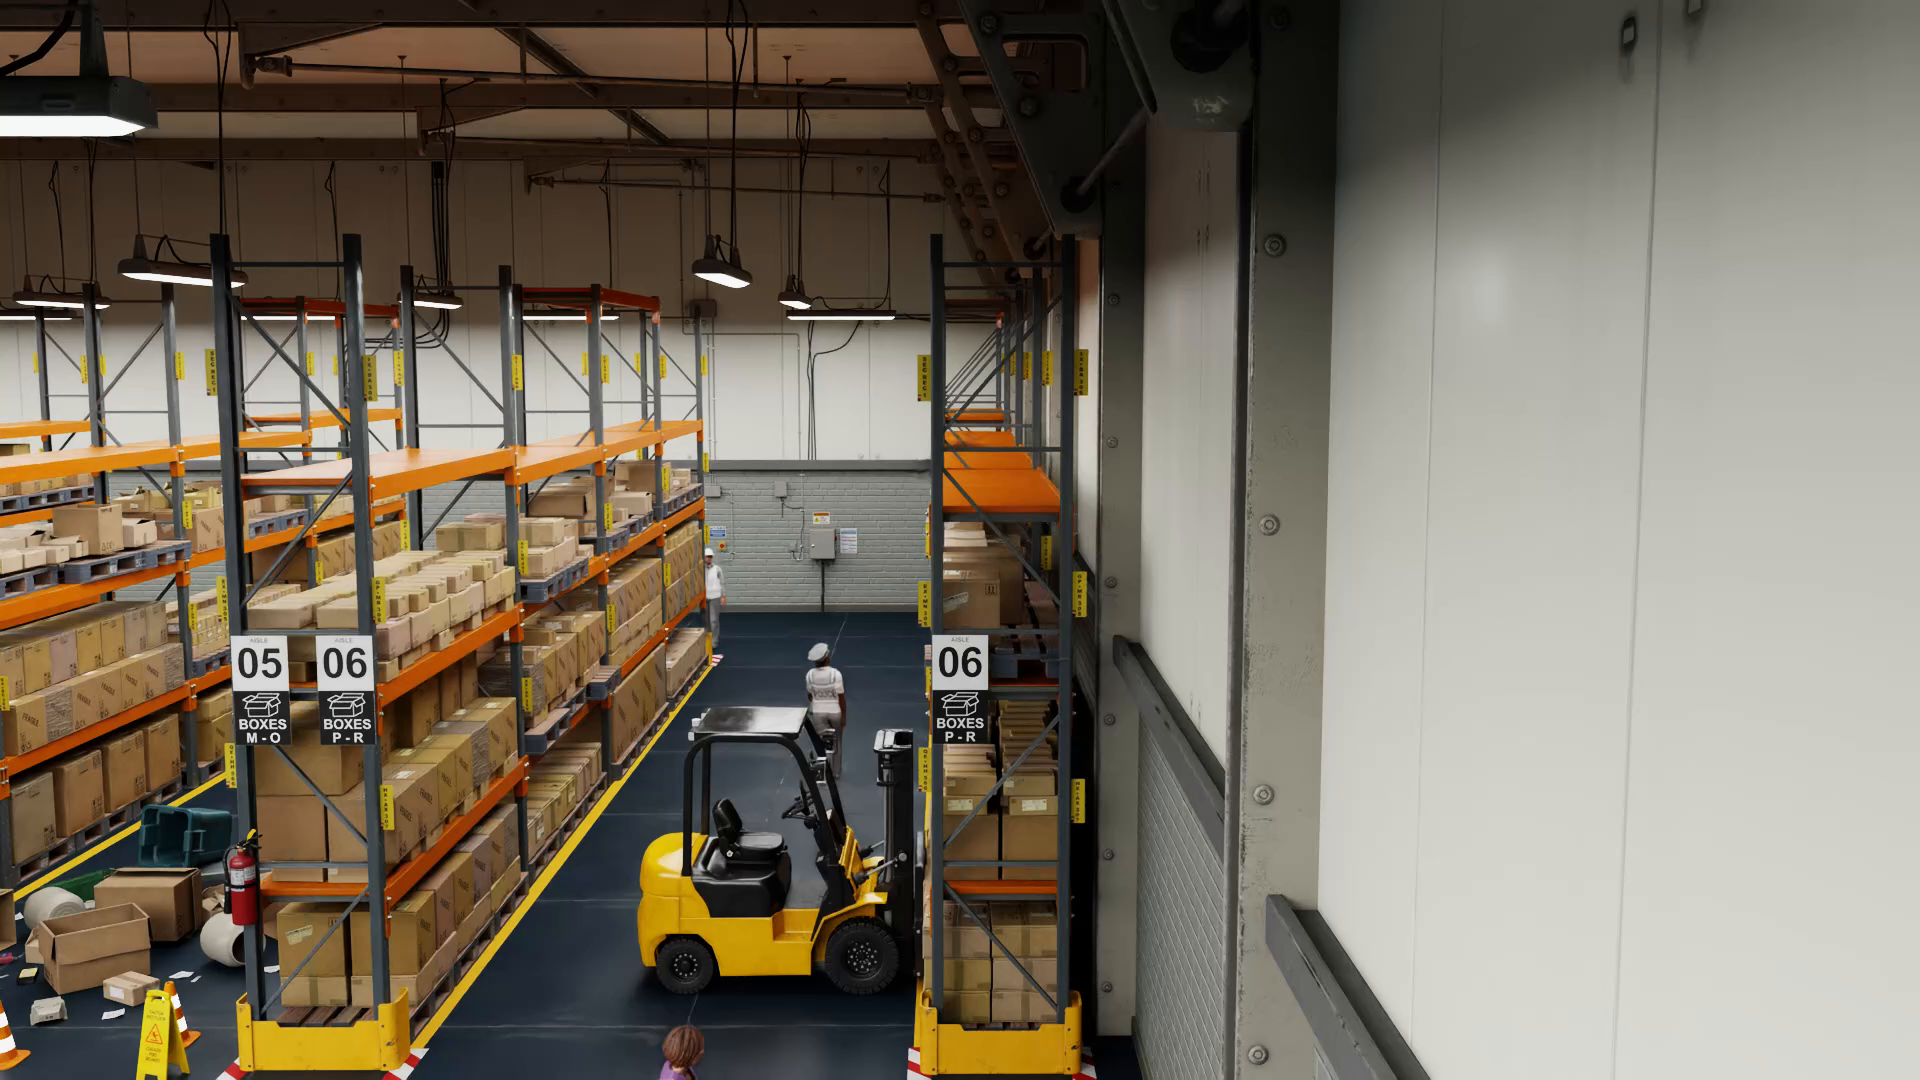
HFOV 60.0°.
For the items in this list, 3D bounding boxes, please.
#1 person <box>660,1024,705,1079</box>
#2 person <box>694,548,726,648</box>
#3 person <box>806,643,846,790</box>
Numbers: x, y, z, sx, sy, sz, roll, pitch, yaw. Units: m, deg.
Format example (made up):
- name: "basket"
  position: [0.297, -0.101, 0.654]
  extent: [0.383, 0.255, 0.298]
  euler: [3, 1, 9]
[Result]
- name: "person"
  position: [-1.498, 3.389, 8.958]
  extent: [0.382, 1.607, 0.437]
  euler: [0, 6, -1]
- name: "person"
  position: [-4.465, 1.048, 29.511]
  extent: [0.586, 1.814, 0.410]
  euler: [2, 7, 20]
- name: "person"
  position: [-1.539, 2.007, 19.026]
  extent: [0.441, 1.709, 0.739]
  euler: [-1, 6, -12]
